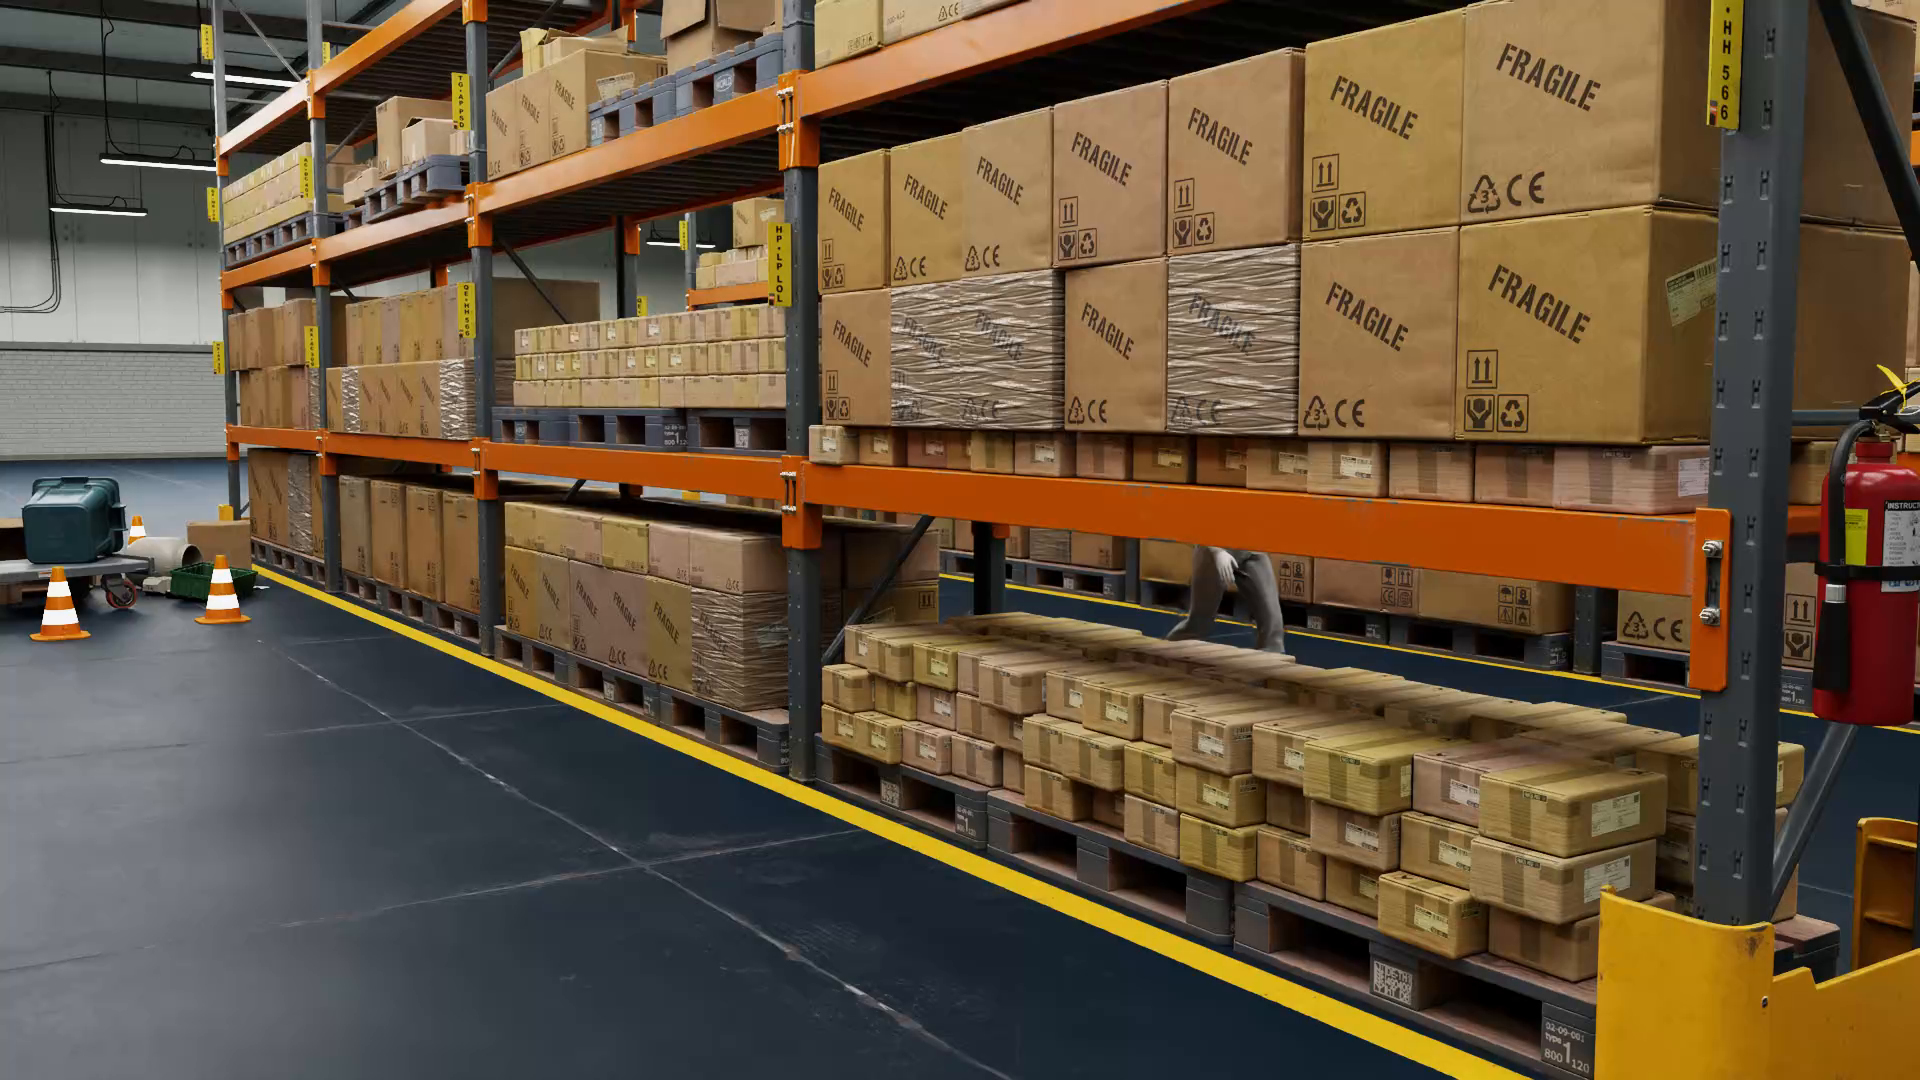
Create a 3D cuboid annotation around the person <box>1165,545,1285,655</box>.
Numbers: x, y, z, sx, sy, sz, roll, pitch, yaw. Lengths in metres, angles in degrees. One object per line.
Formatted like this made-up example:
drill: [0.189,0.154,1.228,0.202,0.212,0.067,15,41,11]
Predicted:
person: [1.283,0.031,7.957,0.505,1.641,0.971,-4,6,-42]
